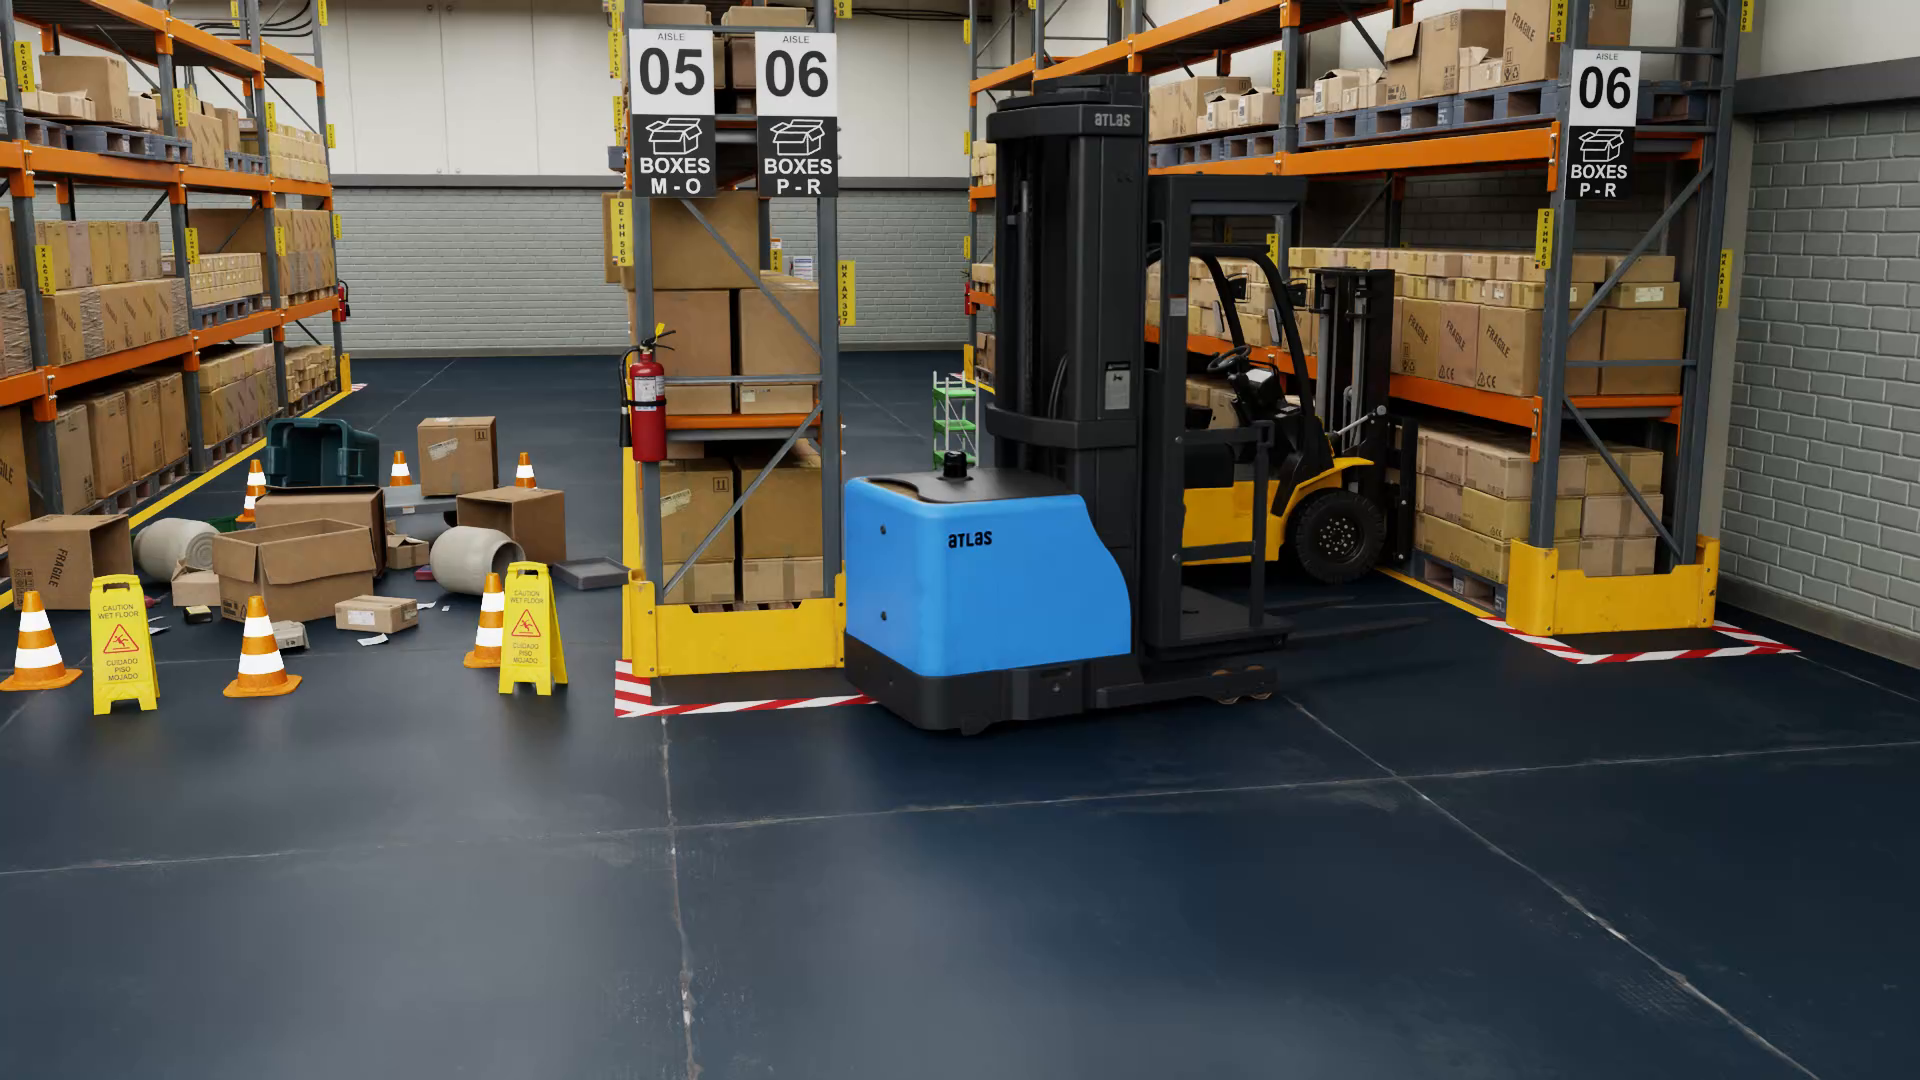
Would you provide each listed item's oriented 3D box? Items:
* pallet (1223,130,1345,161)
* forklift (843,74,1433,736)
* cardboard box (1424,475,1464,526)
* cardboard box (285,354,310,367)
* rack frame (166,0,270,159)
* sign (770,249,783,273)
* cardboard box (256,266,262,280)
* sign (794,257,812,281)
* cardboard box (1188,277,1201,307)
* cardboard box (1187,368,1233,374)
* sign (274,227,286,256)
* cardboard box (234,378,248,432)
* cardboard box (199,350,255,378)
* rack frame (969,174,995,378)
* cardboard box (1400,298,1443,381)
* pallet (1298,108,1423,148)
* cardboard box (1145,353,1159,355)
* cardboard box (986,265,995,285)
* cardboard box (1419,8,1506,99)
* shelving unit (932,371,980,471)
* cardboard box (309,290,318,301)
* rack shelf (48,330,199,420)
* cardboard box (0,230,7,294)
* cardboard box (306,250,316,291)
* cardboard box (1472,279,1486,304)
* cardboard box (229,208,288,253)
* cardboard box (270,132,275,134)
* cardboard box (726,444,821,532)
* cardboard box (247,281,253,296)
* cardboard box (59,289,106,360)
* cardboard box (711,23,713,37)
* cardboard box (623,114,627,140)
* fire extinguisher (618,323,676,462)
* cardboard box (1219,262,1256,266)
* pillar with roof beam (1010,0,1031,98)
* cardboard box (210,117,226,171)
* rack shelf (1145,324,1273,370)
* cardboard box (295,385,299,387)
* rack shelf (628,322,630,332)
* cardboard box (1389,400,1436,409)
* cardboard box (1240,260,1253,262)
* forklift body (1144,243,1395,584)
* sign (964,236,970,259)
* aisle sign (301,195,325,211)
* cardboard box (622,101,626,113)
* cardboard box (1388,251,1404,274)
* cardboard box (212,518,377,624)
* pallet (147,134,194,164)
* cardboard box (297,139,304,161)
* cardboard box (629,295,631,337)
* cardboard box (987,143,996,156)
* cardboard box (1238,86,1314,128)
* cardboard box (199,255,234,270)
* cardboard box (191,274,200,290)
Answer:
[{"bbox_3d":[2.790,-3.263,13.806,0.805,0.209,1.217,-3,11,-13],"label":"pallet"},{"bbox_3d":[0.984,-0.728,8.185,3.031,2.935,1.130,-5,12,-25],"label":"forklift"},{"bbox_3d":[3.264,-0.260,10.432,0.500,0.250,0.500,-2,11,-12],"label":"cardboard box"},{"bbox_3d":[-8.428,-2.266,20.988,0.380,0.149,0.250,-2,11,-11],"label":"cardboard box"},{"bbox_3d":[-8.285,-5.756,18.374,1.000,3.000,0.127,-2,11,-11],"label":"rack frame"},{"bbox_3d":[-1.363,-1.987,12.299,0.100,0.325,0.005,-2,11,-11],"label":"sign"},{"bbox_3d":[-8.014,-2.973,18.545,0.380,0.149,0.250,-2,11,-9],"label":"cardboard box"},{"bbox_3d":[-2.814,-4.834,29.825,0.329,0.494,0.001,-2,11,-11],"label":"sign"},{"bbox_3d":[2.348,-2.256,15.090,0.500,0.250,0.500,-2,11,-10],"label":"cardboard box"},{"bbox_3d":[2.305,-1.380,16.654,0.875,0.625,0.625,-2,11,-9],"label":"cardboard box"},{"bbox_3d":[-7.742,-3.399,18.936,0.100,0.325,0.005,-2,11,-11],"label":"sign"},{"bbox_3d":[-7.600,-1.379,16.982,0.500,0.500,0.500,-2,11,-12],"label":"cardboard box"},{"bbox_3d":[-7.689,-1.838,17.385,0.500,0.250,0.500,-3,11,-14],"label":"cardboard box"},{"bbox_3d":[0.641,-3.923,24.784,1.000,3.000,0.127,-2,11,-11],"label":"rack frame"},{"bbox_3d":[3.208,-1.308,10.776,0.500,0.500,0.500,-2,11,-12],"label":"cardboard box"},{"bbox_3d":[3.166,-2.996,12.132,1.003,0.211,1.213,-2,11,-11],"label":"pallet"},{"bbox_3d":[2.287,-2.005,18.536,0.380,0.149,0.250,-3,11,-14],"label":"cardboard box"},{"bbox_3d":[0.665,-3.717,23.308,0.500,0.250,0.500,-2,11,-12],"label":"cardboard box"},{"bbox_3d":[3.326,-3.030,10.414,0.700,0.500,0.500,-2,11,-11],"label":"cardboard box"},{"bbox_3d":[-0.032,-0.620,12.244,0.258,1.200,0.503,-2,11,-11],"label":"shelving unit"},{"bbox_3d":[-8.553,-3.182,21.566,0.380,0.149,0.250,-3,11,-14],"label":"cardboard box"},{"bbox_3d":[-7.118,-1.356,13.220,1.077,0.370,4.000,-2,11,-11],"label":"rack shelf"},{"bbox_3d":[-6.470,-1.781,10.241,0.875,0.550,0.550,-2,11,-11],"label":"cardboard box"},{"bbox_3d":[-8.433,-3.386,20.901,0.500,0.500,0.500,-2,11,-8],"label":"cardboard box"},{"bbox_3d":[3.341,-1.505,10.079,0.380,0.149,0.250,-2,11,-10],"label":"cardboard box"},{"bbox_3d":[-8.134,-3.587,19.285,0.500,0.500,0.500,-2,11,-10],"label":"cardboard box"},{"bbox_3d":[-8.125,-4.764,19.179,0.380,0.149,0.250,-3,11,-13],"label":"cardboard box"},{"bbox_3d":[-1.112,-0.289,9.918,0.500,0.500,0.500,-3,11,-13],"label":"cardboard box"},{"bbox_3d":[-7.916,-2.733,18.083,0.380,0.149,0.250,-2,11,-11],"label":"cardboard box"},{"bbox_3d":[-6.667,-1.590,12.261,0.500,0.500,0.500,-2,11,-11],"label":"cardboard box"},{"bbox_3d":[-1.550,-2.743,9.105,0.380,0.149,0.250,-2,11,-11],"label":"cardboard box"},{"bbox_3d":[-1.909,-2.585,10.406,0.380,0.149,0.250,-2,11,-12],"label":"cardboard box"},{"bbox_3d":[-1.545,-0.731,8.223,0.296,0.674,0.183,-2,11,-11],"label":"fire extinguisher"},{"bbox_3d":[2.456,-2.331,14.421,0.380,0.149,0.250,-2,11,-12],"label":"cardboard box"},{"bbox_3d":[-3.222,-7.241,26.171,9.100,9.000,0.400,-2,11,-11],"label":"pillar with roof beam"},{"bbox_3d":[-7.564,-3.896,16.353,0.500,0.500,0.500,-2,11,-11],"label":"cardboard box"},{"bbox_3d":[2.586,-1.735,15.215,1.077,0.370,4.000,-2,11,-11],"label":"rack shelf"},{"bbox_3d":[-8.192,-1.786,20.060,0.380,0.149,0.250,-2,11,-11],"label":"cardboard box"},{"bbox_3d":[-3.060,-2.288,18.118,1.077,0.370,4.000,-2,11,-11],"label":"rack shelf"},{"bbox_3d":[3.373,-0.893,12.422,0.500,0.250,0.500,-2,11,-12],"label":"cardboard box"},{"bbox_3d":[2.776,-2.490,15.255,0.380,0.149,0.250,-2,11,-9],"label":"cardboard box"},{"bbox_3d":[1.594,-0.853,10.924,2.313,2.155,1.214,-2,11,-11],"label":"forklift body"},{"bbox_3d":[0.109,-4.328,24.599,0.100,0.325,0.005,-2,11,-11],"label":"sign"},{"bbox_3d":[-8.783,-4.844,22.674,0.394,0.787,0.004,-2,11,-11],"label":"aisle sign"},{"bbox_3d":[-1.782,-2.717,10.032,0.500,0.250,0.500,-2,11,-10],"label":"cardboard box"},{"bbox_3d":[3.140,-1.888,11.296,0.380,0.149,0.250,-2,11,-11],"label":"cardboard box"},{"bbox_3d":[-3.941,0.189,9.857,0.637,0.503,0.797,9,14,38],"label":"cardboard box"},{"bbox_3d":[-7.330,-3.340,14.207,1.213,0.211,1.003,-2,11,-8],"label":"pallet"},{"bbox_3d":[-8.440,-4.832,20.605,0.500,0.250,0.500,-3,11,-13],"label":"cardboard box"},{"bbox_3d":[-2.081,-1.645,11.754,0.500,0.500,0.500,-2,11,-11],"label":"cardboard box"},{"bbox_3d":[0.672,-5.438,22.992,0.500,0.250,0.500,-2,11,-12],"label":"cardboard box"},{"bbox_3d":[2.595,-3.531,13.551,0.500,0.311,0.500,-2,11,-13],"label":"cardboard box"},{"bbox_3d":[-7.763,-2.879,17.258,0.380,0.149,0.250,-3,11,-14],"label":"cardboard box"},{"bbox_3d":[-7.459,-2.450,15.802,0.380,0.149,0.250,-2,11,-8],"label":"cardboard box"}]
